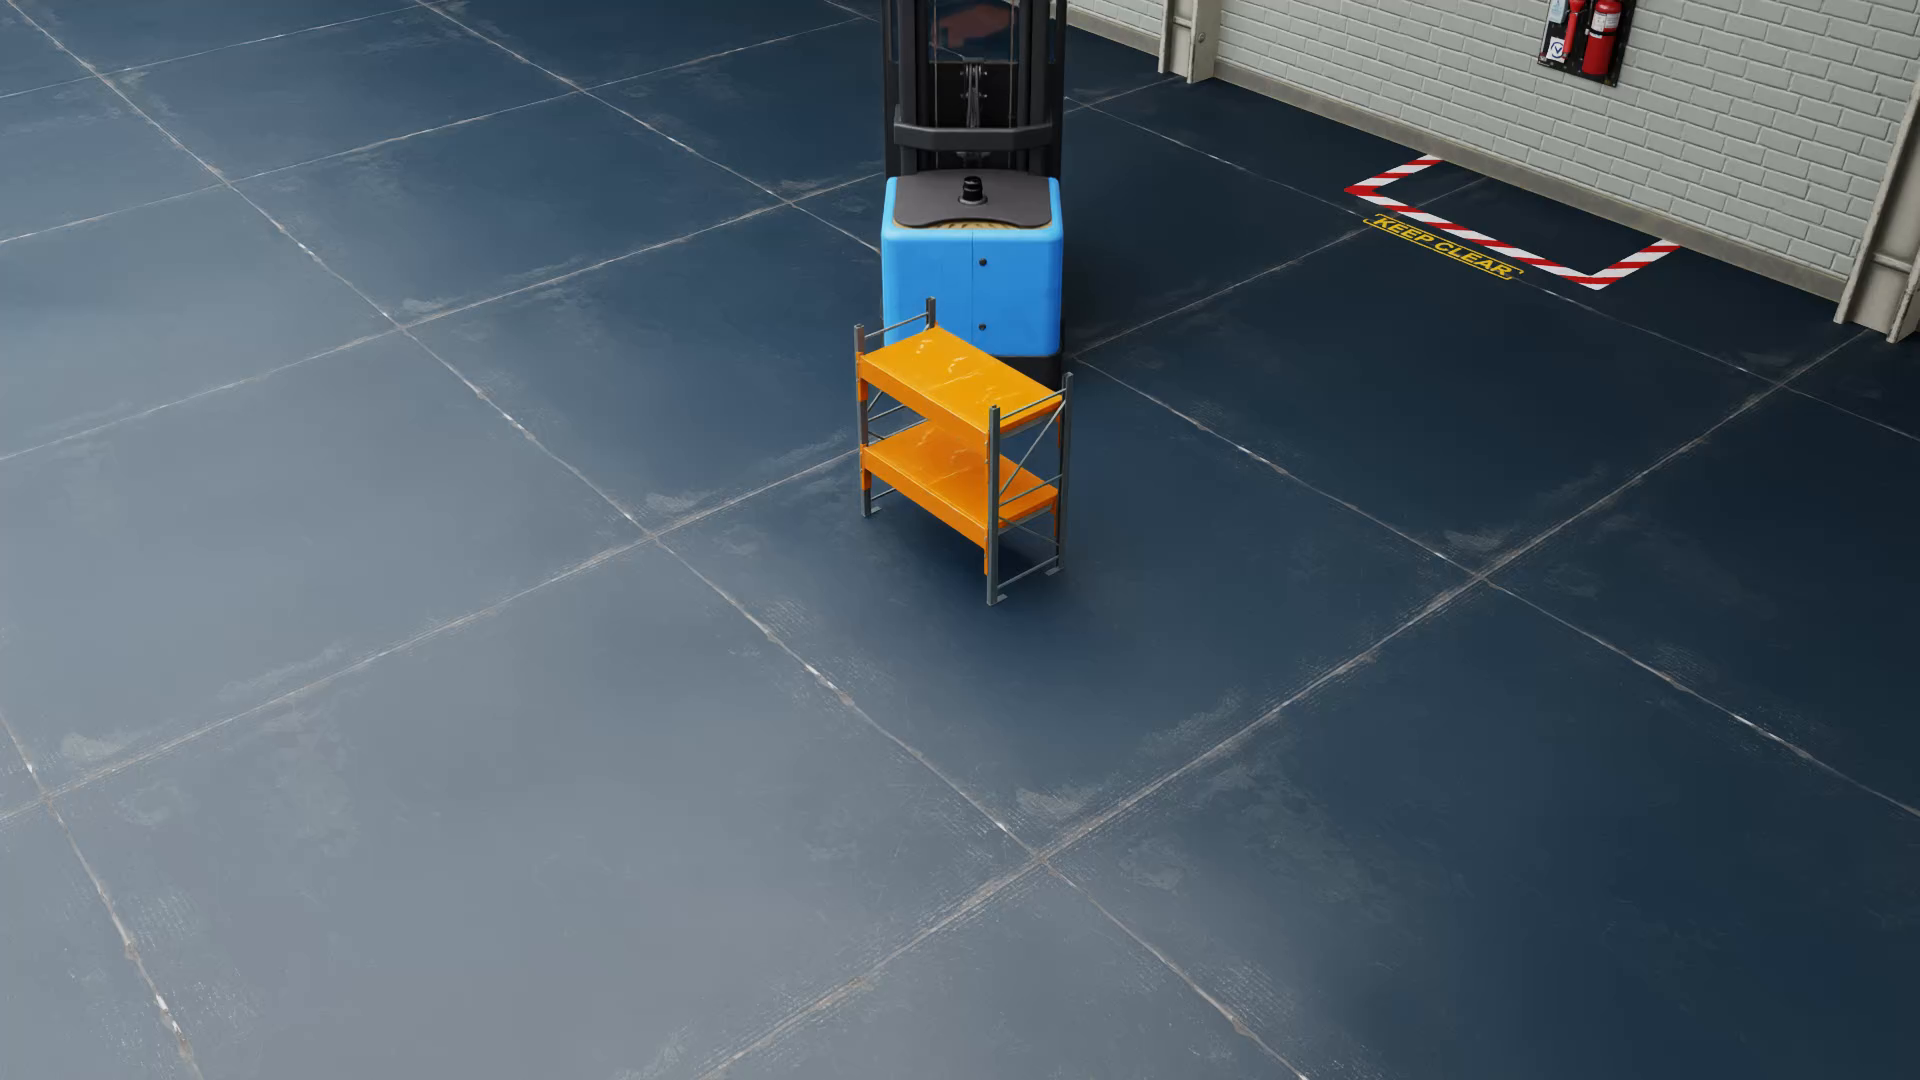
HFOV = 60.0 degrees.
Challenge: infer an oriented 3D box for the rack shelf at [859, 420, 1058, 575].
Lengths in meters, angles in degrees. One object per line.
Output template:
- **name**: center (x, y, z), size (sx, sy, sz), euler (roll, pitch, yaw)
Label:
- **rack shelf**: center (0.004, -0.257, 8.463), size (0.538, 0.278, 1.000), euler (-26, 43, -32)

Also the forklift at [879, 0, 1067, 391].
- **forklift**: center (0.083, -2.880, 10.181), size (1.130, 2.935, 3.031), euler (0, 35, 0)

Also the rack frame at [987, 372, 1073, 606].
- **rack frame**: center (0.332, -0.232, 8.005), size (0.500, 1.125, 0.032), euler (-26, 43, -32)

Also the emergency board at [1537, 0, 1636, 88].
- **emergency board**: center (4.259, -3.699, 11.279), size (0.194, 1.169, 0.643), euler (-26, 43, -32)

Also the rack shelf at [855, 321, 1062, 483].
- **rack shelf**: center (0.004, -0.695, 8.153), size (0.538, 0.278, 1.000), euler (-26, 43, -32)

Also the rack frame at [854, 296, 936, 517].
- **rack frame**: center (-0.324, -0.680, 8.639), size (0.500, 1.125, 0.032), euler (-26, 43, -32)

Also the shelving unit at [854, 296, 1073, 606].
- **shelving unit**: center (0.004, -0.456, 8.322), size (0.538, 1.125, 1.048), euler (-26, 43, -32)

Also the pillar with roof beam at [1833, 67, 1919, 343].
- **pillar with roof beam**: center (2.536, -3.437, 5.718), size (9.100, 9.000, 0.400), euler (-26, 43, -32)

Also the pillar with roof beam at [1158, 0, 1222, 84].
- **pillar with roof beam**: center (-1.336, -6.086, 9.458), size (9.100, 9.000, 0.400), euler (-26, 43, -32)

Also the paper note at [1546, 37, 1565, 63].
- **paper note**: center (4.197, -3.444, 11.681), size (0.016, 0.148, 0.142), euler (-26, 43, -32)
